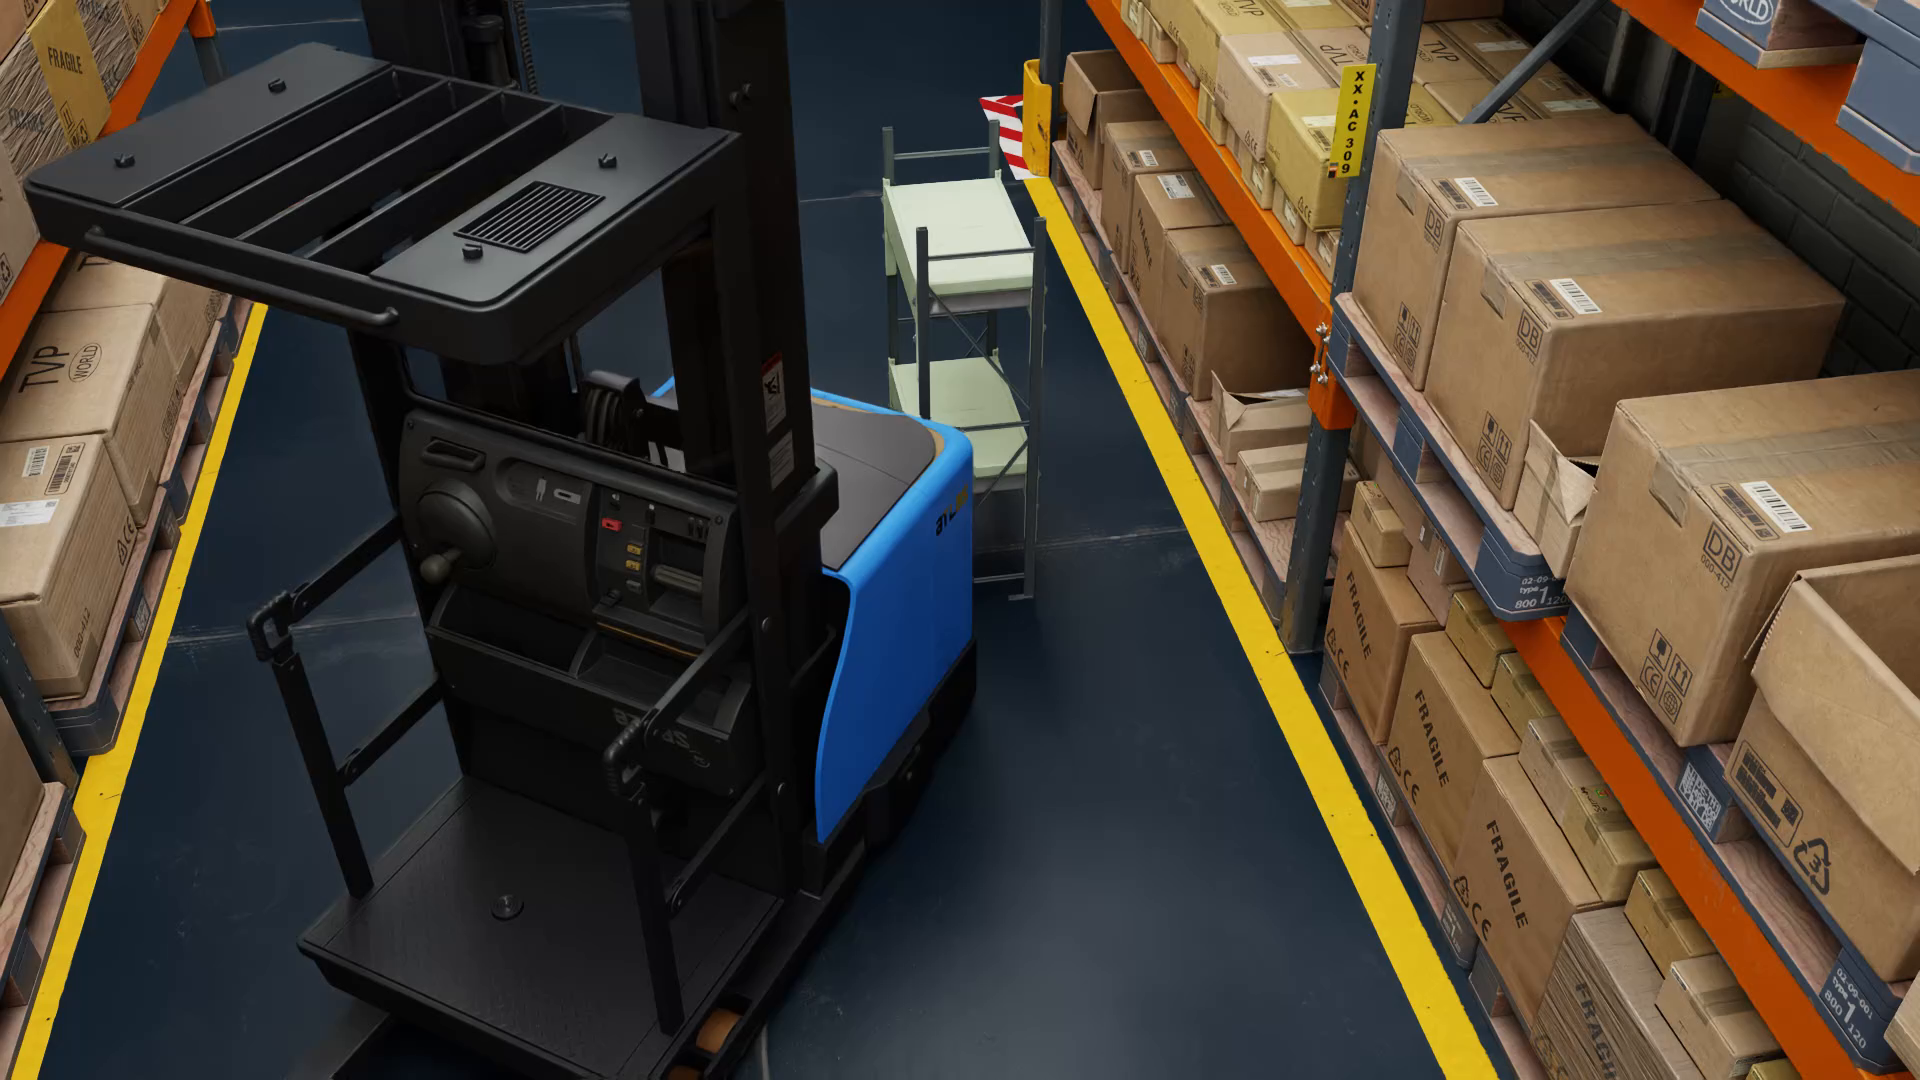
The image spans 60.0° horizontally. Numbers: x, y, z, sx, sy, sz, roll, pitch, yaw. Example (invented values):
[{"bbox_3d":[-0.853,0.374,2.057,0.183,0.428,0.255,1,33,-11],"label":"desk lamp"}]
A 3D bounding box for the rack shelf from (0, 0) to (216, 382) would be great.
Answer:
[{"bbox_3d":[-3.622,-1.261,6.014,1.077,0.370,4.000,-6,38,-8],"label":"rack shelf"}]

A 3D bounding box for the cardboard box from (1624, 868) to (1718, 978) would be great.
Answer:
[{"bbox_3d":[1.782,0.879,3.839,0.380,0.149,0.250,-6,38,-8],"label":"cardboard box"}]

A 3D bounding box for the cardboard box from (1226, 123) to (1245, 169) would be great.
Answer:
[{"bbox_3d":[1.154,-1.410,5.824,0.380,0.149,0.250,-5,38,-7],"label":"cardboard box"}]

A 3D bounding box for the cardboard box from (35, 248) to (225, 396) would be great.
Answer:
[{"bbox_3d":[-3.590,-0.967,6.796,0.875,0.438,0.875,-5,38,-7],"label":"cardboard box"}]

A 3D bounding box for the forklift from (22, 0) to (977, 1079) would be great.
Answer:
[{"bbox_3d":[-1.041,0.052,3.794,1.130,2.935,3.031,16,41,20],"label":"forklift"}]

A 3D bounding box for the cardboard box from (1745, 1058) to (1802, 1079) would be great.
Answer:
[{"bbox_3d":[1.853,1.197,3.431,0.380,0.149,0.250,-7,38,-9],"label":"cardboard box"}]

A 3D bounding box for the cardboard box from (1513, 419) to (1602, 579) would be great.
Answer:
[{"bbox_3d":[1.480,-0.105,3.708,0.396,0.266,0.258,-4,38,-6],"label":"cardboard box"}]

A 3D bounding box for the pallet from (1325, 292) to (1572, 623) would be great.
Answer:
[{"bbox_3d":[1.647,-0.303,4.351,1.003,0.211,1.213,-6,38,-8],"label":"pallet"}]

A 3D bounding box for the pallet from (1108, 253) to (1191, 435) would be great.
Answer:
[{"bbox_3d":[1.278,-0.925,7.269,1.003,0.211,1.213,-6,38,-8],"label":"pallet"}]

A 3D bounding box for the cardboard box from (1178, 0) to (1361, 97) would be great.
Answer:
[{"bbox_3d":[1.108,-1.816,6.022,0.500,0.250,0.500,-6,38,-8],"label":"cardboard box"}]

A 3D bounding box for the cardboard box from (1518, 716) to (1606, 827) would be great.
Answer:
[{"bbox_3d":[1.665,0.569,4.239,0.380,0.149,0.250,-6,38,-8],"label":"cardboard box"}]

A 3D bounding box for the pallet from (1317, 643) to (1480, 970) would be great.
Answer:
[{"bbox_3d":[1.794,0.716,5.157,1.003,0.211,1.213,-6,38,-8],"label":"pallet"}]

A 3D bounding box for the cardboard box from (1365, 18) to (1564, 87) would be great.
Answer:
[{"bbox_3d":[1.699,-1.561,5.695,0.500,0.250,0.500,-7,38,-8],"label":"cardboard box"}]

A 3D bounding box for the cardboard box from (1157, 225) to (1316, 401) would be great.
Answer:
[{"bbox_3d":[1.221,-0.940,6.711,0.700,0.500,0.500,-8,38,-10],"label":"cardboard box"}]

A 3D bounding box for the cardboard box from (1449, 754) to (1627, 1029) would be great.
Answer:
[{"bbox_3d":[1.664,0.887,4.358,0.500,0.500,0.500,-7,38,-9],"label":"cardboard box"}]

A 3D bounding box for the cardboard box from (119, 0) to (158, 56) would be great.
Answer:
[{"bbox_3d":[-3.555,-2.225,6.587,0.500,0.500,0.500,-7,38,-9],"label":"cardboard box"}]

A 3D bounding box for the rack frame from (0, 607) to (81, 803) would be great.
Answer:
[{"bbox_3d":[-3.272,-0.337,4.238,1.000,3.000,0.127,-6,38,-8],"label":"rack frame"}]

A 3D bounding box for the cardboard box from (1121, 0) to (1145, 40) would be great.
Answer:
[{"bbox_3d":[0.878,-2.178,6.813,0.380,0.149,0.250,-7,38,-9],"label":"cardboard box"}]

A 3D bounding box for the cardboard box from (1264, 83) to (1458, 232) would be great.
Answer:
[{"bbox_3d":[1.285,-1.212,5.245,0.500,0.250,0.500,-5,38,-7],"label":"cardboard box"}]

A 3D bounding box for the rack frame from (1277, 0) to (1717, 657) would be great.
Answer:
[{"bbox_3d":[1.615,-0.873,4.929,1.000,3.000,0.127,-6,38,-8],"label":"rack frame"}]

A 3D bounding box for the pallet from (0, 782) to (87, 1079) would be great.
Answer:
[{"bbox_3d":[-3.062,1.222,4.504,1.003,0.211,1.213,-6,38,-8],"label":"pallet"}]

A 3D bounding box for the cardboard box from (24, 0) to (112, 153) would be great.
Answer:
[{"bbox_3d":[-3.351,-1.604,5.789,0.500,0.500,0.500,-5,38,-7],"label":"cardboard box"}]

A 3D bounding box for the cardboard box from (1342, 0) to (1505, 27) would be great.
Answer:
[{"bbox_3d":[1.615,-2.155,5.848,0.500,0.500,0.500,-7,38,-9],"label":"cardboard box"}]

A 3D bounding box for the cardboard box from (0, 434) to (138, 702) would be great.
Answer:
[{"bbox_3d":[-3.276,0.119,5.399,0.875,0.438,0.875,-7,38,-9],"label":"cardboard box"}]

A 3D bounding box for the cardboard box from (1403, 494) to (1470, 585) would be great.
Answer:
[{"bbox_3d":[1.508,-0.028,4.765,0.380,0.149,0.250,-8,39,-10],"label":"cardboard box"}]

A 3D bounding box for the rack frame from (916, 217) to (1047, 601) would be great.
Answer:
[{"bbox_3d":[0.065,-0.367,5.500,0.400,1.500,0.023,-6,38,-8],"label":"rack frame"}]

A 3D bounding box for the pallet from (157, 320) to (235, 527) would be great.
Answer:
[{"bbox_3d":[-3.545,-0.442,6.646,1.003,0.211,1.213,-6,38,-8],"label":"pallet"}]

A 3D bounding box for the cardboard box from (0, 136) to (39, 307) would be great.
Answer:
[{"bbox_3d":[-3.180,-0.992,5.001,0.500,0.500,0.500,-6,38,-8],"label":"cardboard box"}]

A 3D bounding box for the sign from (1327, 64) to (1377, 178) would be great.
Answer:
[{"bbox_3d":[1.082,-1.152,4.582,0.100,0.325,0.005,-6,38,-8],"label":"sign"}]

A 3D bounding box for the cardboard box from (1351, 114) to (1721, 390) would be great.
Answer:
[{"bbox_3d":[1.479,-0.762,4.362,0.700,0.500,0.500,-5,38,-7],"label":"cardboard box"}]

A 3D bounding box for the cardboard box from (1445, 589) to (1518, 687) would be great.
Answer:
[{"bbox_3d":[1.596,0.250,4.649,0.380,0.149,0.250,-8,39,-10],"label":"cardboard box"}]

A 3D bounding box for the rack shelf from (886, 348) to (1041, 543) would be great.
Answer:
[{"bbox_3d":[0.001,-0.331,5.985,0.431,0.370,0.720,-6,38,-8],"label":"rack shelf"}]

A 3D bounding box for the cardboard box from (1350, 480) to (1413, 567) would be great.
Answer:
[{"bbox_3d":[1.415,-0.062,5.052,0.380,0.149,0.250,-5,38,-6],"label":"cardboard box"}]

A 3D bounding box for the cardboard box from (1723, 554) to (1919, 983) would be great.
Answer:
[{"bbox_3d":[1.848,0.371,2.902,0.797,0.503,0.637,-7,38,-9],"label":"cardboard box"}]

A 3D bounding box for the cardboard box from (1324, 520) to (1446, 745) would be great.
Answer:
[{"bbox_3d":[1.478,0.265,5.159,0.500,0.500,0.500,-5,38,-6],"label":"cardboard box"}]

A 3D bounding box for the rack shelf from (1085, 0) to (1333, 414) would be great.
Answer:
[{"bbox_3d":[1.264,-1.797,6.704,1.077,0.370,4.000,-6,38,-8],"label":"rack shelf"}]

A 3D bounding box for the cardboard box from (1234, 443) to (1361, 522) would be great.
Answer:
[{"bbox_3d":[1.228,-0.218,6.067,0.380,0.149,0.250,-7,38,-9],"label":"cardboard box"}]

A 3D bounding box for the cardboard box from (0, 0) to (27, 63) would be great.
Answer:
[{"bbox_3d":[-3.278,-1.701,5.098,0.500,0.500,0.500,-6,38,-7],"label":"cardboard box"}]

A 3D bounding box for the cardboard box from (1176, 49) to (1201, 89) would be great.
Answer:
[{"bbox_3d":[1.057,-1.873,6.421,0.380,0.149,0.250,-6,38,-8],"label":"cardboard box"}]

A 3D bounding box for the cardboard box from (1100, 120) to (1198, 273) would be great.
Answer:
[{"bbox_3d":[1.039,-1.567,7.518,0.700,0.500,0.500,-5,38,-6],"label":"cardboard box"}]

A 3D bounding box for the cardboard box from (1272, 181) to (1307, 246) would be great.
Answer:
[{"bbox_3d":[1.243,-1.094,5.418,0.380,0.149,0.250,-5,38,-7],"label":"cardboard box"}]

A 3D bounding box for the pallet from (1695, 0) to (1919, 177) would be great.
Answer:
[{"bbox_3d":[1.845,-0.956,2.743,1.213,0.211,1.003,-6,38,-8],"label":"pallet"}]

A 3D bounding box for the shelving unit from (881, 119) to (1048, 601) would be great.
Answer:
[{"bbox_3d":[0.001,-0.588,5.785,0.431,1.500,0.755,-6,38,-8],"label":"shelving unit"}]

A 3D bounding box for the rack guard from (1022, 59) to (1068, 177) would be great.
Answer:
[{"bbox_3d":[0.927,-2.256,8.746,1.175,0.500,0.348,-6,38,-8],"label":"rack guard"}]
